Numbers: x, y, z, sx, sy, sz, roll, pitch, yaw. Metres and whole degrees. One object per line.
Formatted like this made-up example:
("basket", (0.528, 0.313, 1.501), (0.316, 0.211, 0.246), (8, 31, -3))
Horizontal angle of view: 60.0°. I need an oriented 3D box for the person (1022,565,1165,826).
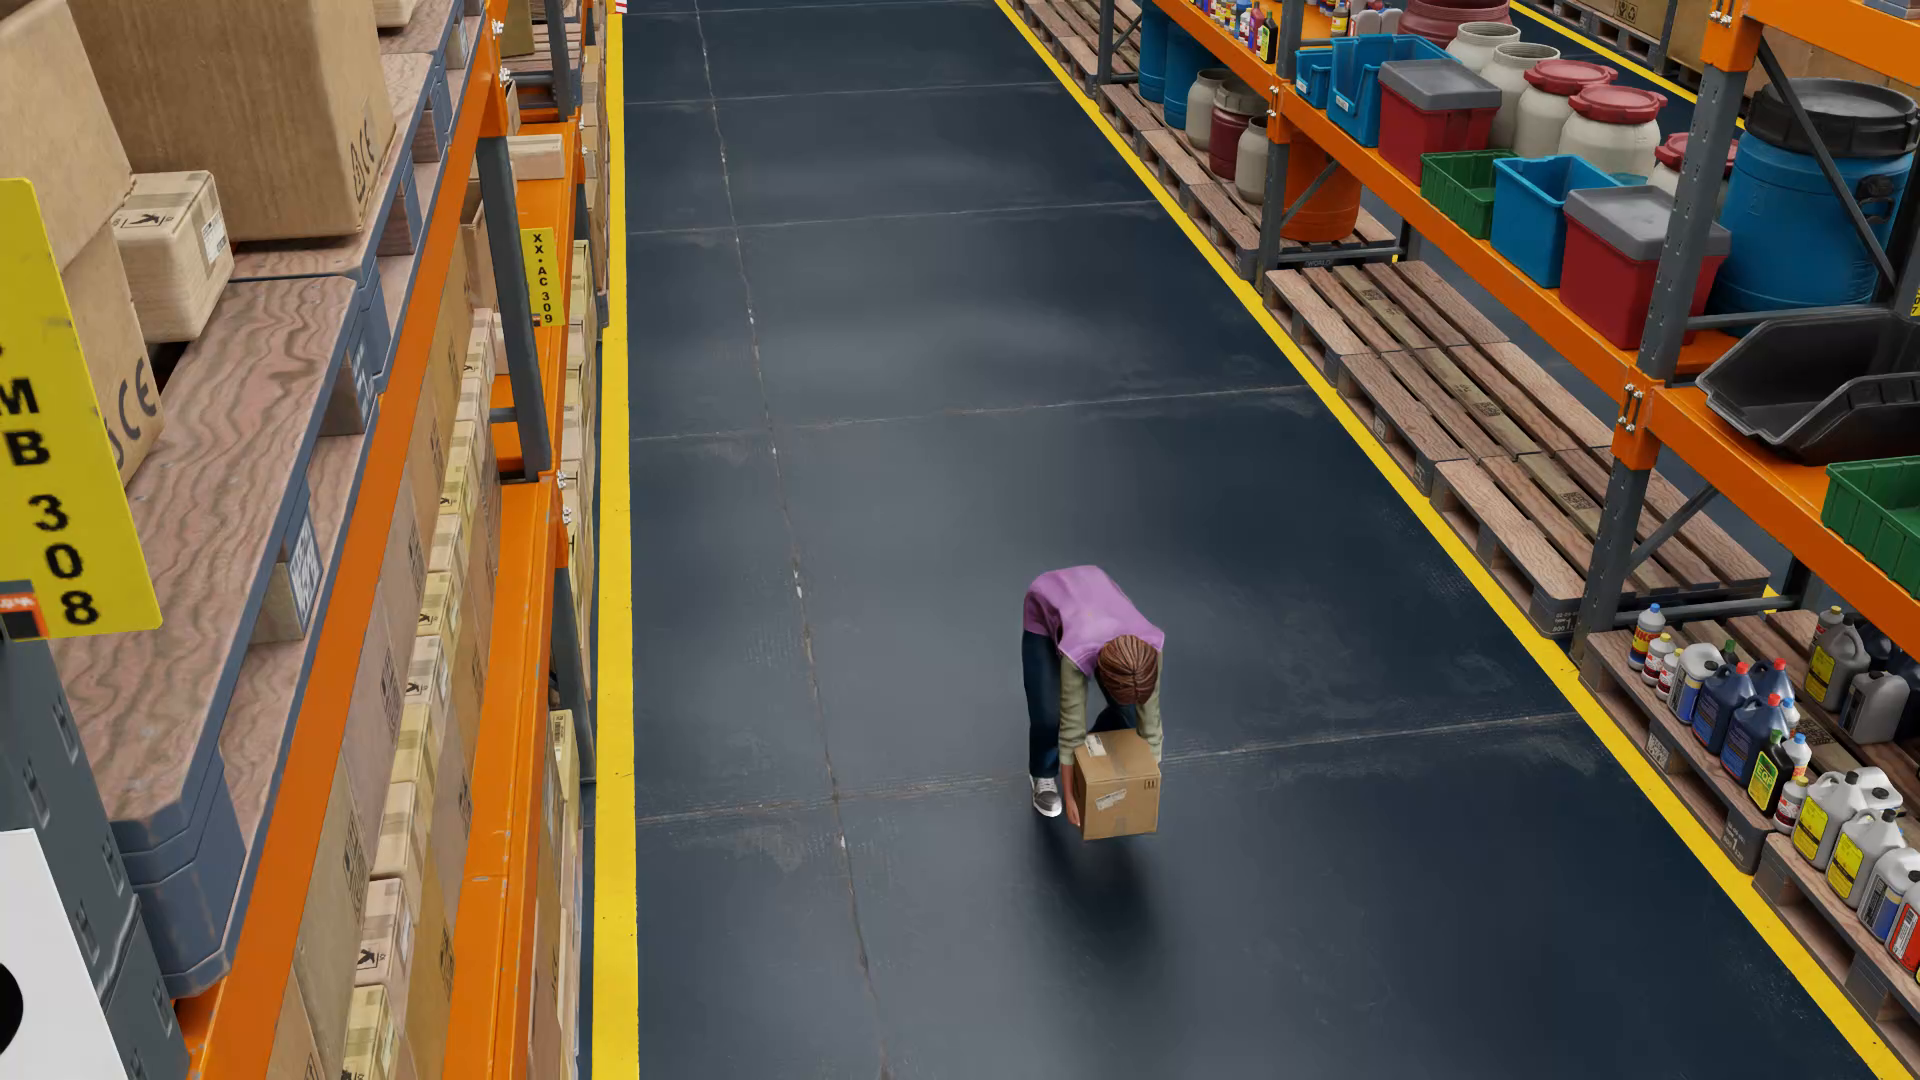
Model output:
("person", (0.458, 0.593, 5.743), (0.417, 0.997, 0.859), (-7, 32, -11))
